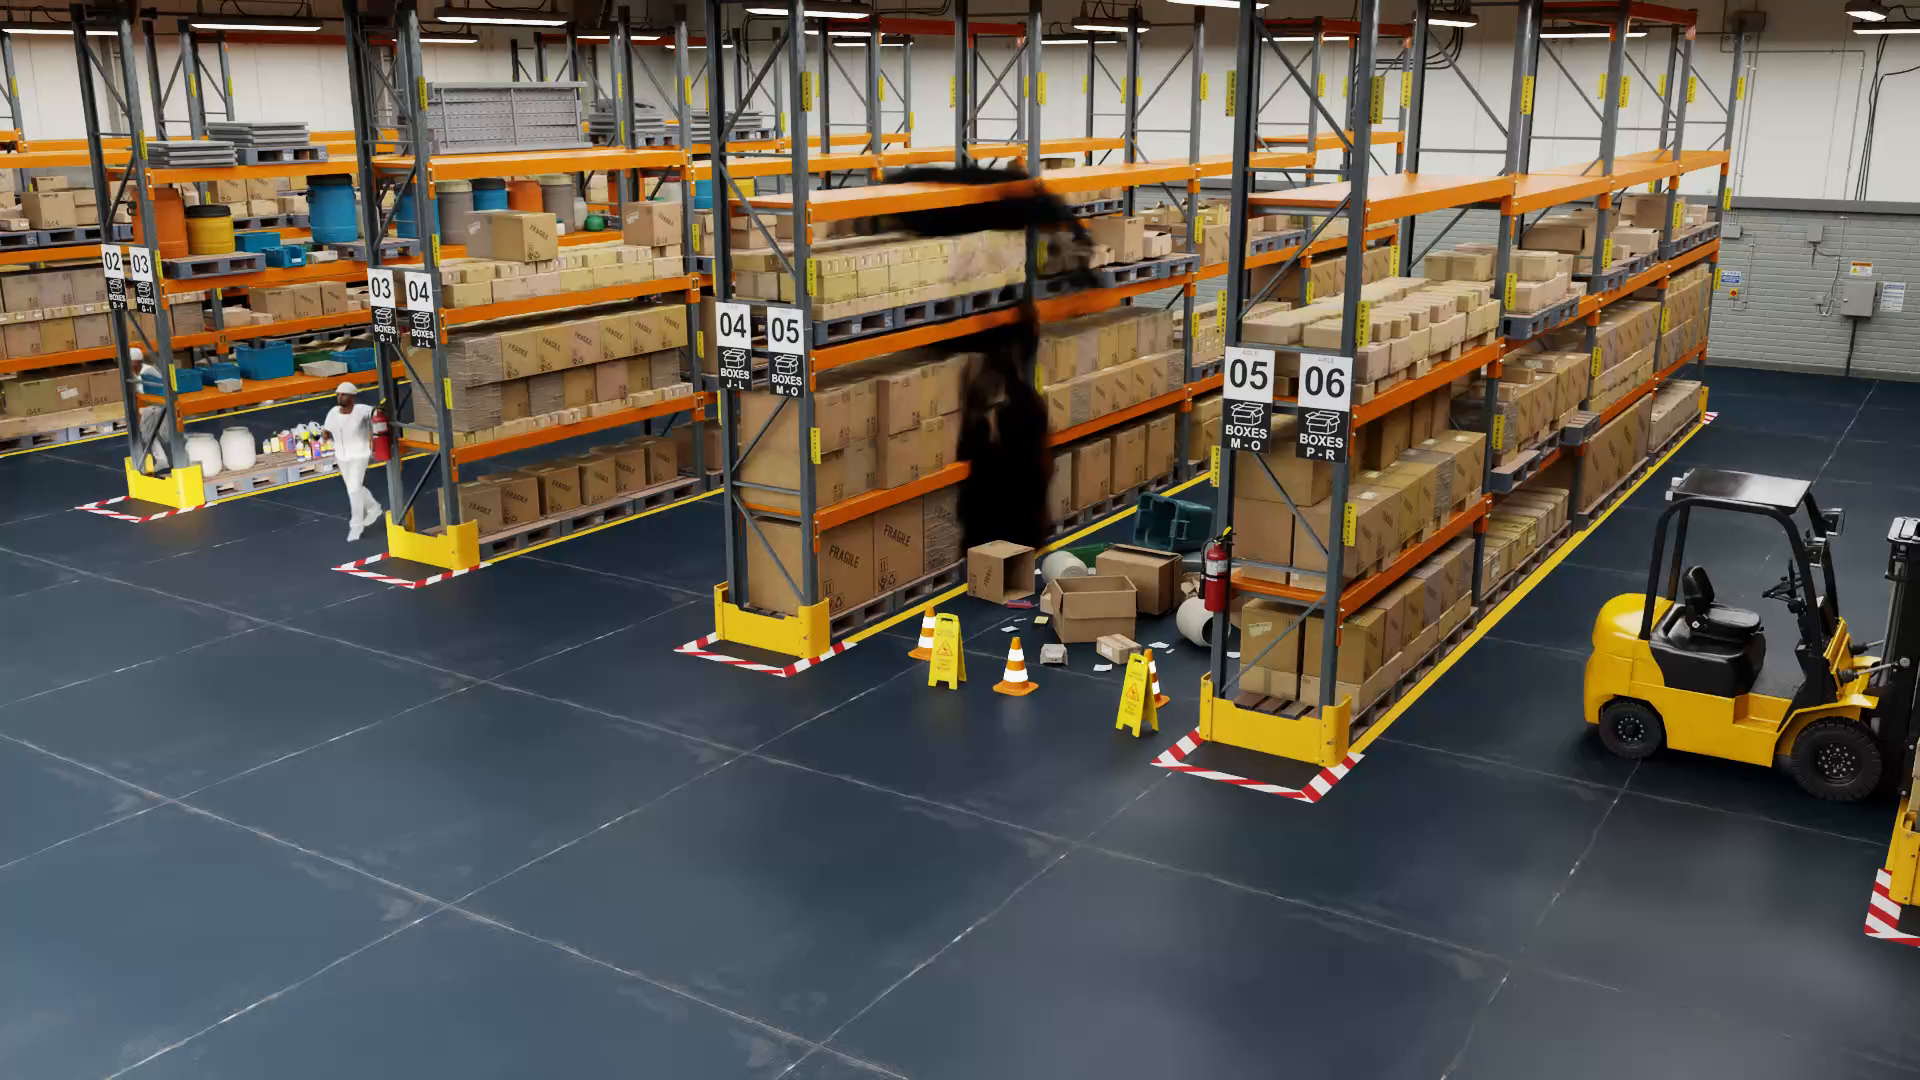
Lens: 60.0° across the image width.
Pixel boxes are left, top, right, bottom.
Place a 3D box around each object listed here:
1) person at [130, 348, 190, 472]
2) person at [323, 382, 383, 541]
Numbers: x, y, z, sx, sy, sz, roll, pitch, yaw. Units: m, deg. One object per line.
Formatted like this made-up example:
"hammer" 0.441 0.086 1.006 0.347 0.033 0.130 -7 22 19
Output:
"person" -10.785 -1.789 22.535 0.663 1.715 0.943 11 19 36
"person" -7.028 -0.927 19.322 0.728 1.852 0.737 5 16 19
